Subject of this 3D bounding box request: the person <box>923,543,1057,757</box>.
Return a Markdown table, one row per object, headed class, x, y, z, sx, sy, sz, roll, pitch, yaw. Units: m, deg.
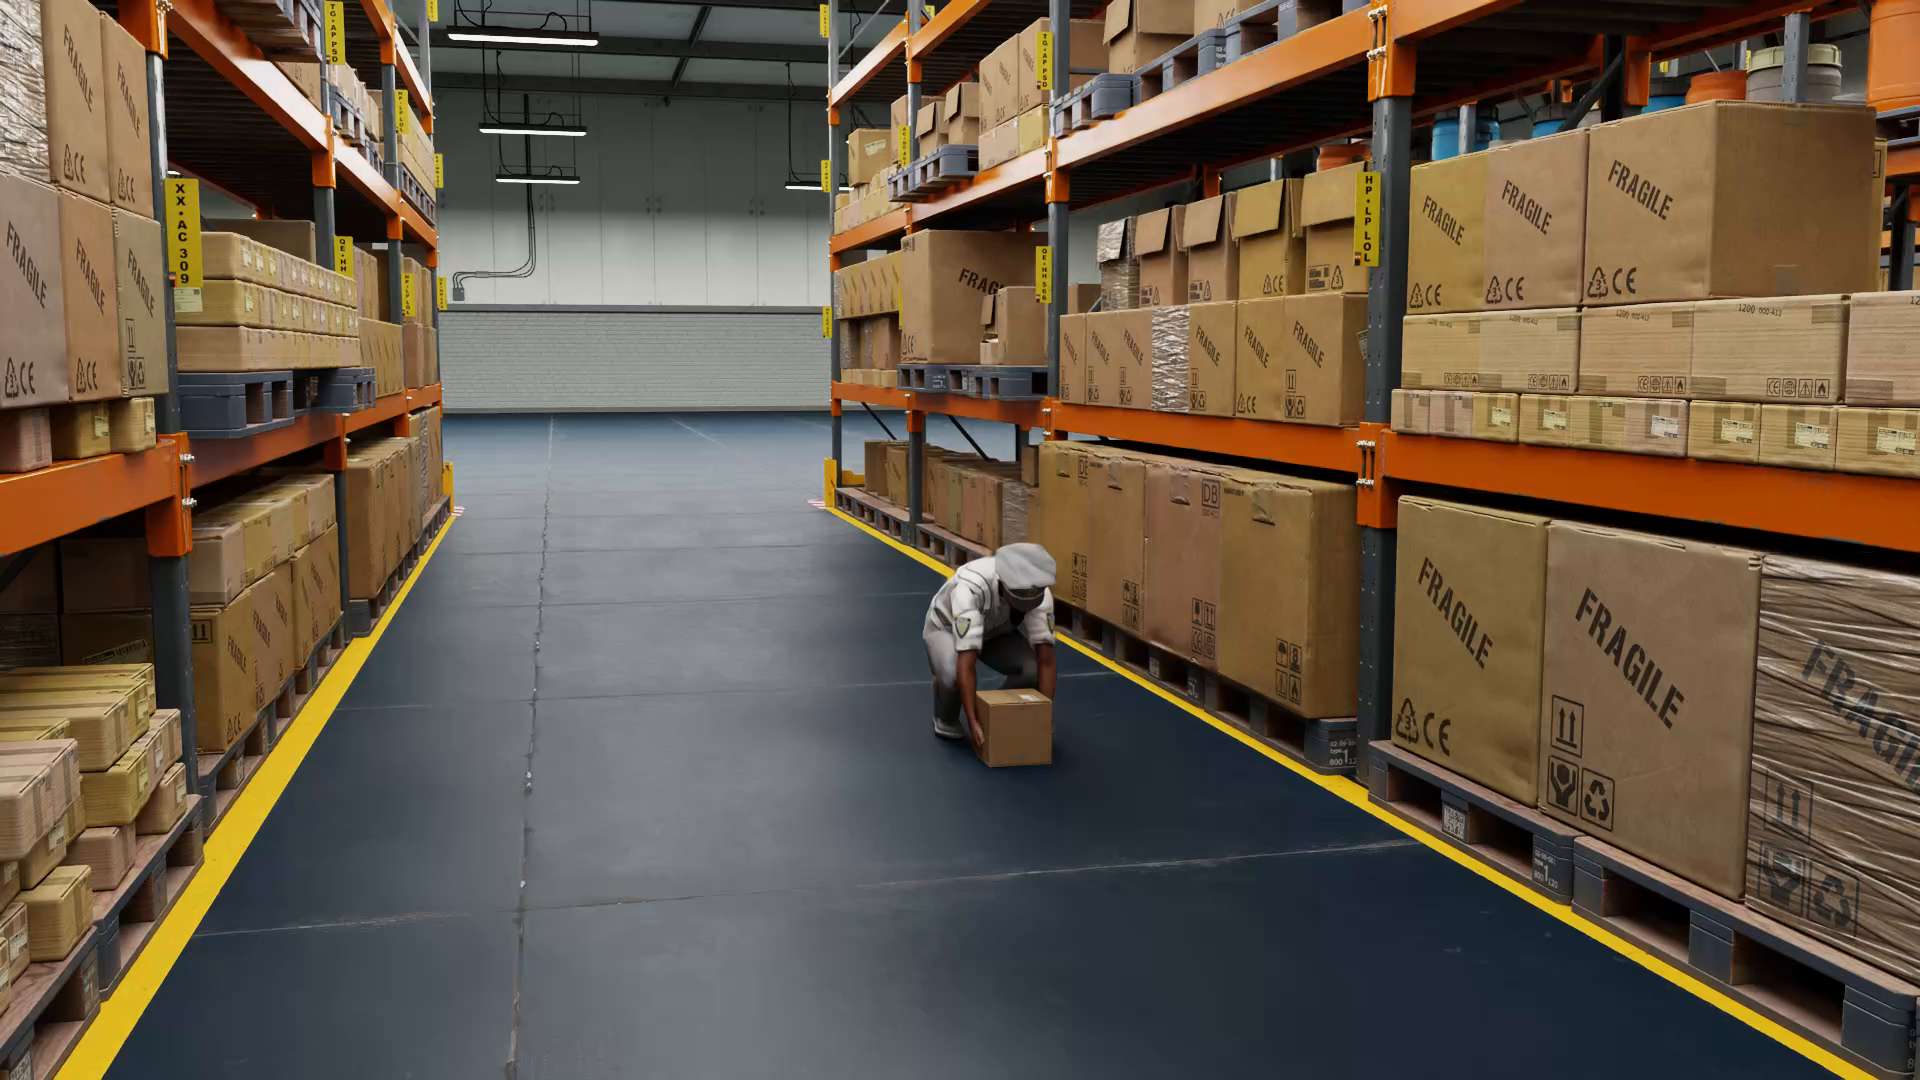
| class | x | y | z | sx | sy | sz | roll | pitch | yaw |
| --- | --- | --- | --- | --- | --- | --- | --- | --- | --- |
| person | 0.120 | 0.406 | 6.781 | 0.479 | 0.846 | 0.868 | -2 | 6 | -14 |
